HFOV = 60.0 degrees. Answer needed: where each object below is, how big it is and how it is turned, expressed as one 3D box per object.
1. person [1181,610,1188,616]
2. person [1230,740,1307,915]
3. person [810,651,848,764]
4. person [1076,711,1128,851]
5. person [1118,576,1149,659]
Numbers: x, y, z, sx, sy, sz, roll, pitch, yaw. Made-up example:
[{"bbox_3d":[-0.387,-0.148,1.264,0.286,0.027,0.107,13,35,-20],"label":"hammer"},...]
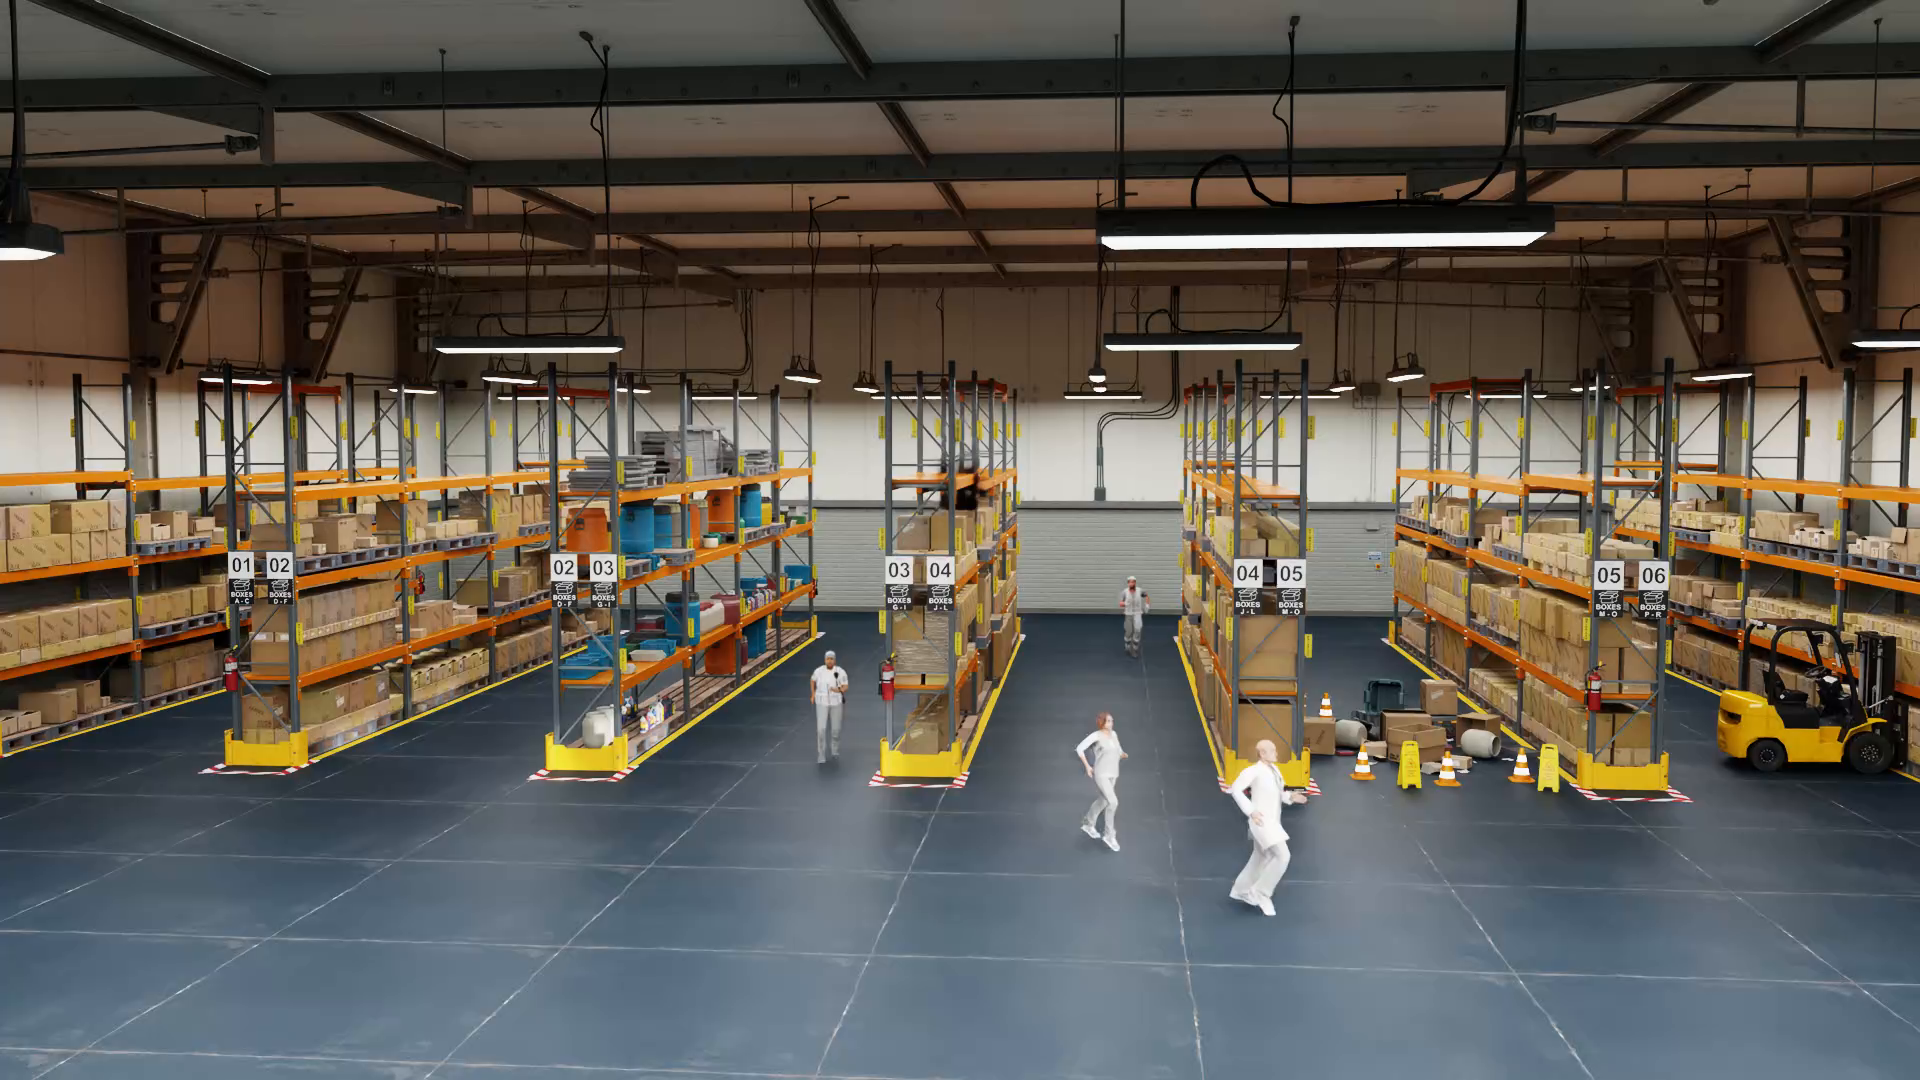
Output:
[{"bbox_3d":[5.716,1.542,40.525,0.613,1.651,0.638,-1,4,-15],"label":"person"},{"bbox_3d":[3.195,2.989,17.331,0.797,1.813,0.679,2,4,29],"label":"person"},{"bbox_3d":[-1.976,2.528,25.159,0.576,1.716,0.707,0,4,-5],"label":"person"},{"bbox_3d":[1.728,2.883,20.031,0.728,1.634,0.510,4,5,43],"label":"person"},{"bbox_3d":[3.839,1.693,36.767,0.671,1.815,0.904,0,4,7],"label":"person"}]
